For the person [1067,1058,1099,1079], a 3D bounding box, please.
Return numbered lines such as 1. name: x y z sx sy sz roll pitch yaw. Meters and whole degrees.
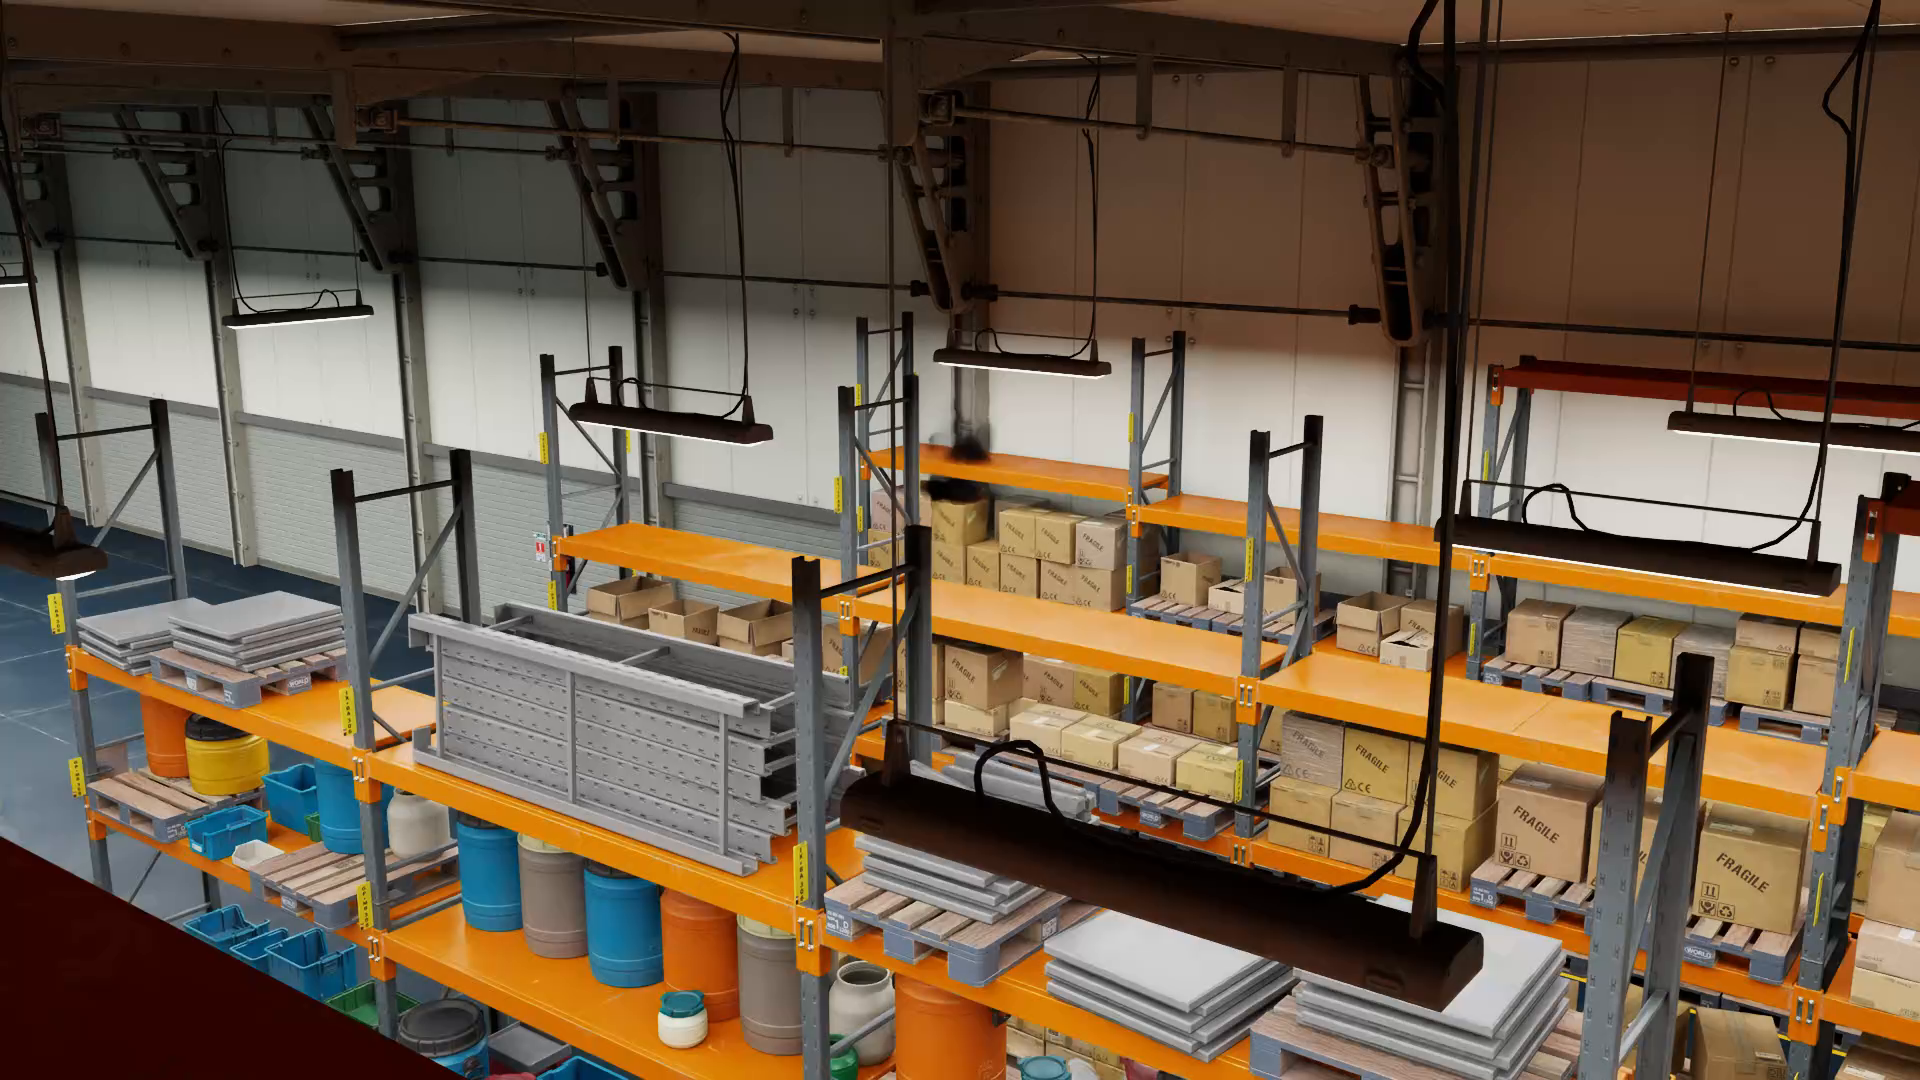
1. person: 0.810 4.535 11.957 0.675 1.754 0.536 8 15 32
